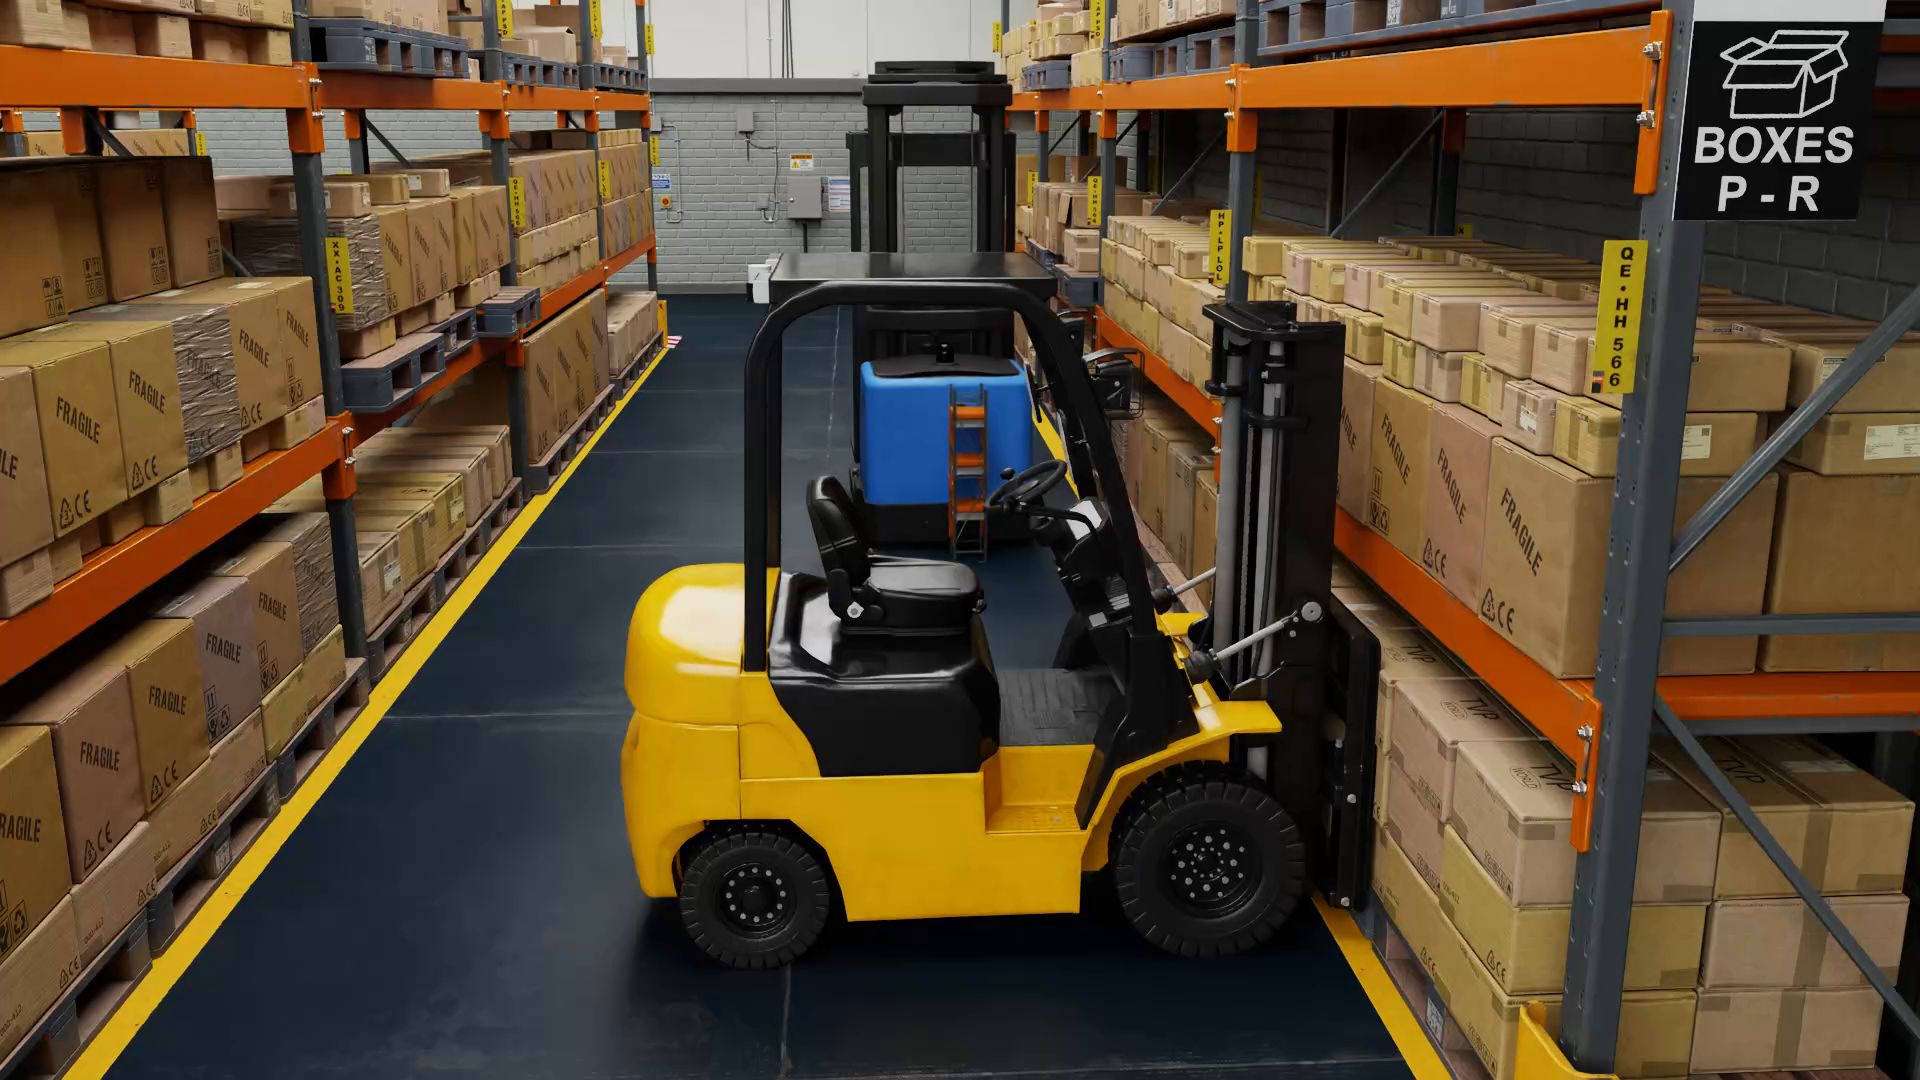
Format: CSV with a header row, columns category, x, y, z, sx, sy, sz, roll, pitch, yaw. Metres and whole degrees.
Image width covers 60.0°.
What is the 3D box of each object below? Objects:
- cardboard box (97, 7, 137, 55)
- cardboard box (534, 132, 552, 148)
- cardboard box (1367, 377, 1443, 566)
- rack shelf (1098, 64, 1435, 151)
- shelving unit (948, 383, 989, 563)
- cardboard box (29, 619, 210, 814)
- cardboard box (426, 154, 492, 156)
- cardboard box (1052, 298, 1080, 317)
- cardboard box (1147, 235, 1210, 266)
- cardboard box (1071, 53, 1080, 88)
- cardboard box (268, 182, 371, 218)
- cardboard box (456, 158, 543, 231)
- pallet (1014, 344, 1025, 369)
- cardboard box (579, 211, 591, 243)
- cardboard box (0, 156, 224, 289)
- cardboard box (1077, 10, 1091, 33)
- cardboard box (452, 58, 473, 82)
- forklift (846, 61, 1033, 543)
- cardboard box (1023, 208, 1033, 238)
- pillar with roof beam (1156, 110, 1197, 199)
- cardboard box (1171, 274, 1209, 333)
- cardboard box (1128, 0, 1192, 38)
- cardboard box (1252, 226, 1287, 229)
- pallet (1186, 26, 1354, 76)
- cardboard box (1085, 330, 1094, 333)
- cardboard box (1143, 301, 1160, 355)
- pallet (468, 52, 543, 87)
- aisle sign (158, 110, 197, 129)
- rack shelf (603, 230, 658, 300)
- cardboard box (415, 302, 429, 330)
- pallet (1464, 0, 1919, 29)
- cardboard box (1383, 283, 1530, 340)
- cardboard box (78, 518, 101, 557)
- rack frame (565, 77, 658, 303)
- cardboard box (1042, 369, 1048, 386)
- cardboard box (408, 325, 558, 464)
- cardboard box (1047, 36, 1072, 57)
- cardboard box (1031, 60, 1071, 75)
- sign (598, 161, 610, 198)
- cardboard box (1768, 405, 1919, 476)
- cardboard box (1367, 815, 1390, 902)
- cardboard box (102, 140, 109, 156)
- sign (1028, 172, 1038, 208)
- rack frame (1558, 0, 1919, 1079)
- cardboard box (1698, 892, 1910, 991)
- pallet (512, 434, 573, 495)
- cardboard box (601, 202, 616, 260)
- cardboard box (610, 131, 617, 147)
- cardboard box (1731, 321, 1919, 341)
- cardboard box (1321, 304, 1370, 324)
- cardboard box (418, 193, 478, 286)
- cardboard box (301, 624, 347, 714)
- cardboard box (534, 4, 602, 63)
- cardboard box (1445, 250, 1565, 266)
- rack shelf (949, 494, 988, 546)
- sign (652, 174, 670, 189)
category,x,y,z,sx,sy,sz,roll,pitch,yaw
cardboard box,-2.942,-1.657,5.431,0.380,0.149,0.250,-1,14,-2
cardboard box,-3.988,-3.697,15.366,0.380,0.149,0.250,-1,14,-2
cardboard box,1.606,-0.228,5.191,0.500,0.500,0.500,-1,14,-4
rack shelf,1.582,-2.401,9.262,1.077,0.370,4.000,-1,14,-3
shelving unit,0.049,-0.400,9.973,0.215,1.050,0.252,-1,14,-6
cardboard box,-2.836,0.573,5.451,0.500,0.500,0.500,-1,14,-2
cardboard box,-3.877,-2.751,12.990,0.500,0.500,0.500,-1,14,-4
cardboard box,1.031,-2.083,14.876,0.380,0.149,0.250,-2,15,-6
cardboard box,1.261,-1.625,9.321,0.380,0.149,0.250,-1,14,-5
cardboard box,1.121,-3.547,12.575,0.500,0.250,0.500,-1,14,-3
cardboard box,-2.924,-1.554,7.604,0.380,0.149,0.250,-1,14,-4
cardboard box,-3.322,-2.499,12.011,0.500,0.500,0.500,-1,14,-3
pallet,1.090,-1.913,17.539,1.003,0.211,1.213,-1,14,-3
cardboard box,-3.435,-2.651,14.106,0.500,0.250,0.500,-1,14,-2
cardboard box,-3.437,-1.286,6.699,0.700,0.500,0.500,-1,14,-4
cardboard box,1.079,-3.852,12.362,0.380,0.149,0.250,-1,14,-5
cardboard box,-3.243,-2.911,10.303,0.380,0.149,0.250,-1,14,-3
forklift,-0.203,-1.717,11.318,1.130,2.935,3.031,-1,14,-6
cardboard box,0.890,-3.107,16.288,0.500,0.250,0.500,-1,14,-3
pillar with roof beam,-2.230,-5.815,15.067,9.100,9.000,0.400,-1,14,-3
cardboard box,1.382,-1.215,8.525,0.500,0.250,0.500,-1,14,-5
cardboard box,1.391,-3.239,9.831,0.700,0.500,0.500,-1,14,-5
cardboard box,1.787,-1.824,10.093,0.380,0.149,0.250,-1,14,-4
pallet,1.639,-2.378,8.114,0.805,0.209,1.217,-1,15,-6
cardboard box,1.111,-1.679,13.903,0.380,0.149,0.250,0,14,-1
cardboard box,1.337,-1.225,9.569,0.500,0.250,0.500,0,14,-2
pallet,-3.588,-3.237,11.447,1.213,0.211,1.003,0,14,-1
aisle sign,-8.630,-4.886,18.280,0.394,0.787,0.004,-1,14,-3
rack shelf,-3.867,-2.860,17.067,1.077,0.370,4.000,-1,14,-3
cardboard box,-3.055,-1.203,8.845,0.380,0.149,0.250,-1,14,-3
pallet,1.936,-1.390,4.068,1.003,0.211,1.213,-1,14,-3
cardboard box,1.542,-0.713,5.177,0.380,0.149,0.250,-1,14,-2
cardboard box,-2.875,-0.015,5.069,0.380,0.149,0.250,0,14,-2
rack frame,-3.991,-3.706,18.910,1.000,3.000,0.127,-1,14,-3
cardboard box,1.016,-1.658,15.123,0.500,0.500,0.500,0,14,-1
cardboard box,-3.455,-1.064,12.063,0.875,0.875,0.875,-1,14,-4
cardboard box,0.905,-3.974,13.392,0.380,0.149,0.250,-1,14,-2
cardboard box,0.931,-4.429,15.405,0.500,0.250,0.500,-1,14,-3
sign,-3.202,-3.244,14.952,0.100,0.325,0.005,-1,14,-3
cardboard box,2.192,-0.255,3.996,0.380,0.149,0.250,-1,14,-5
cardboard box,1.566,0.964,5.437,0.500,0.250,0.500,-1,14,-3
cardboard box,-8.510,-3.657,15.915,0.500,0.500,0.500,-1,14,-3
sign,0.669,-3.198,15.198,0.100,0.325,0.005,-1,14,-3
rack frame,1.951,0.196,3.746,0.949,2.616,0.053,-1,14,-3
cardboard box,2.132,0.962,4.441,0.500,0.250,0.500,-1,14,-2
pallet,-3.469,-0.563,12.292,1.003,0.211,1.213,-1,14,-3
cardboard box,-3.511,-2.880,15.501,0.500,0.500,0.500,0,14,-2
cardboard box,-3.535,-3.896,16.141,0.380,0.149,0.250,-1,14,-5
cardboard box,2.192,-0.465,4.214,0.380,0.149,0.250,0,14,-2
cardboard box,1.514,-0.760,5.956,0.380,0.149,0.250,-1,14,-5
cardboard box,-3.114,-1.750,9.666,0.500,0.500,0.500,-2,15,-7
cardboard box,-2.943,0.550,7.046,0.500,0.250,0.500,0,14,-1
cardboard box,-3.570,-4.614,15.174,0.500,0.500,0.500,-1,14,-2
cardboard box,2.109,-1.041,6.454,0.380,0.149,0.250,-1,14,-5
rack shelf,0.049,-0.120,10.045,0.215,0.259,0.240,-1,14,-6
sign,-4.416,-5.253,24.382,0.327,0.218,0.001,-1,14,-3
